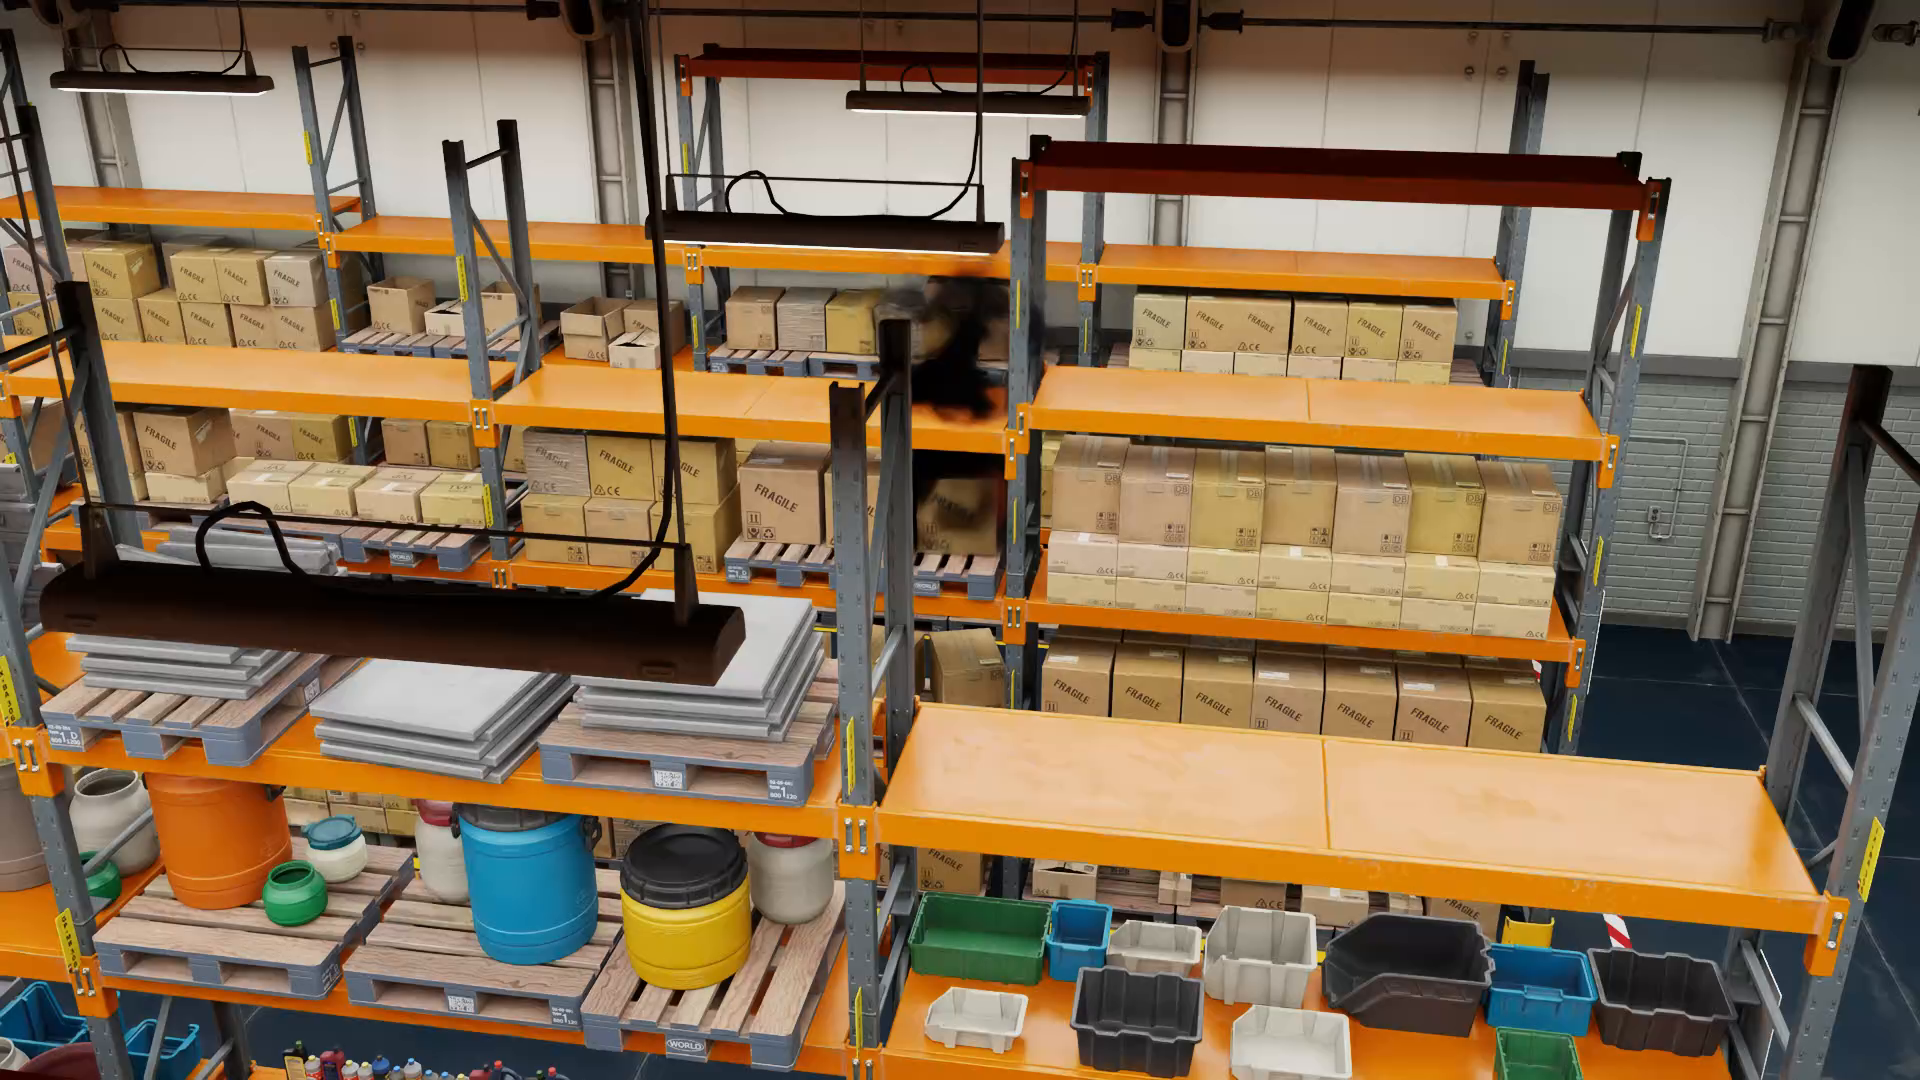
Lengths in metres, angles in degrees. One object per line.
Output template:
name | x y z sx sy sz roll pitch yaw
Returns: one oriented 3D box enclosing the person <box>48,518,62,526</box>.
person | -8.886 0.639 16.602 0.792 1.853 0.637 4 23 8
